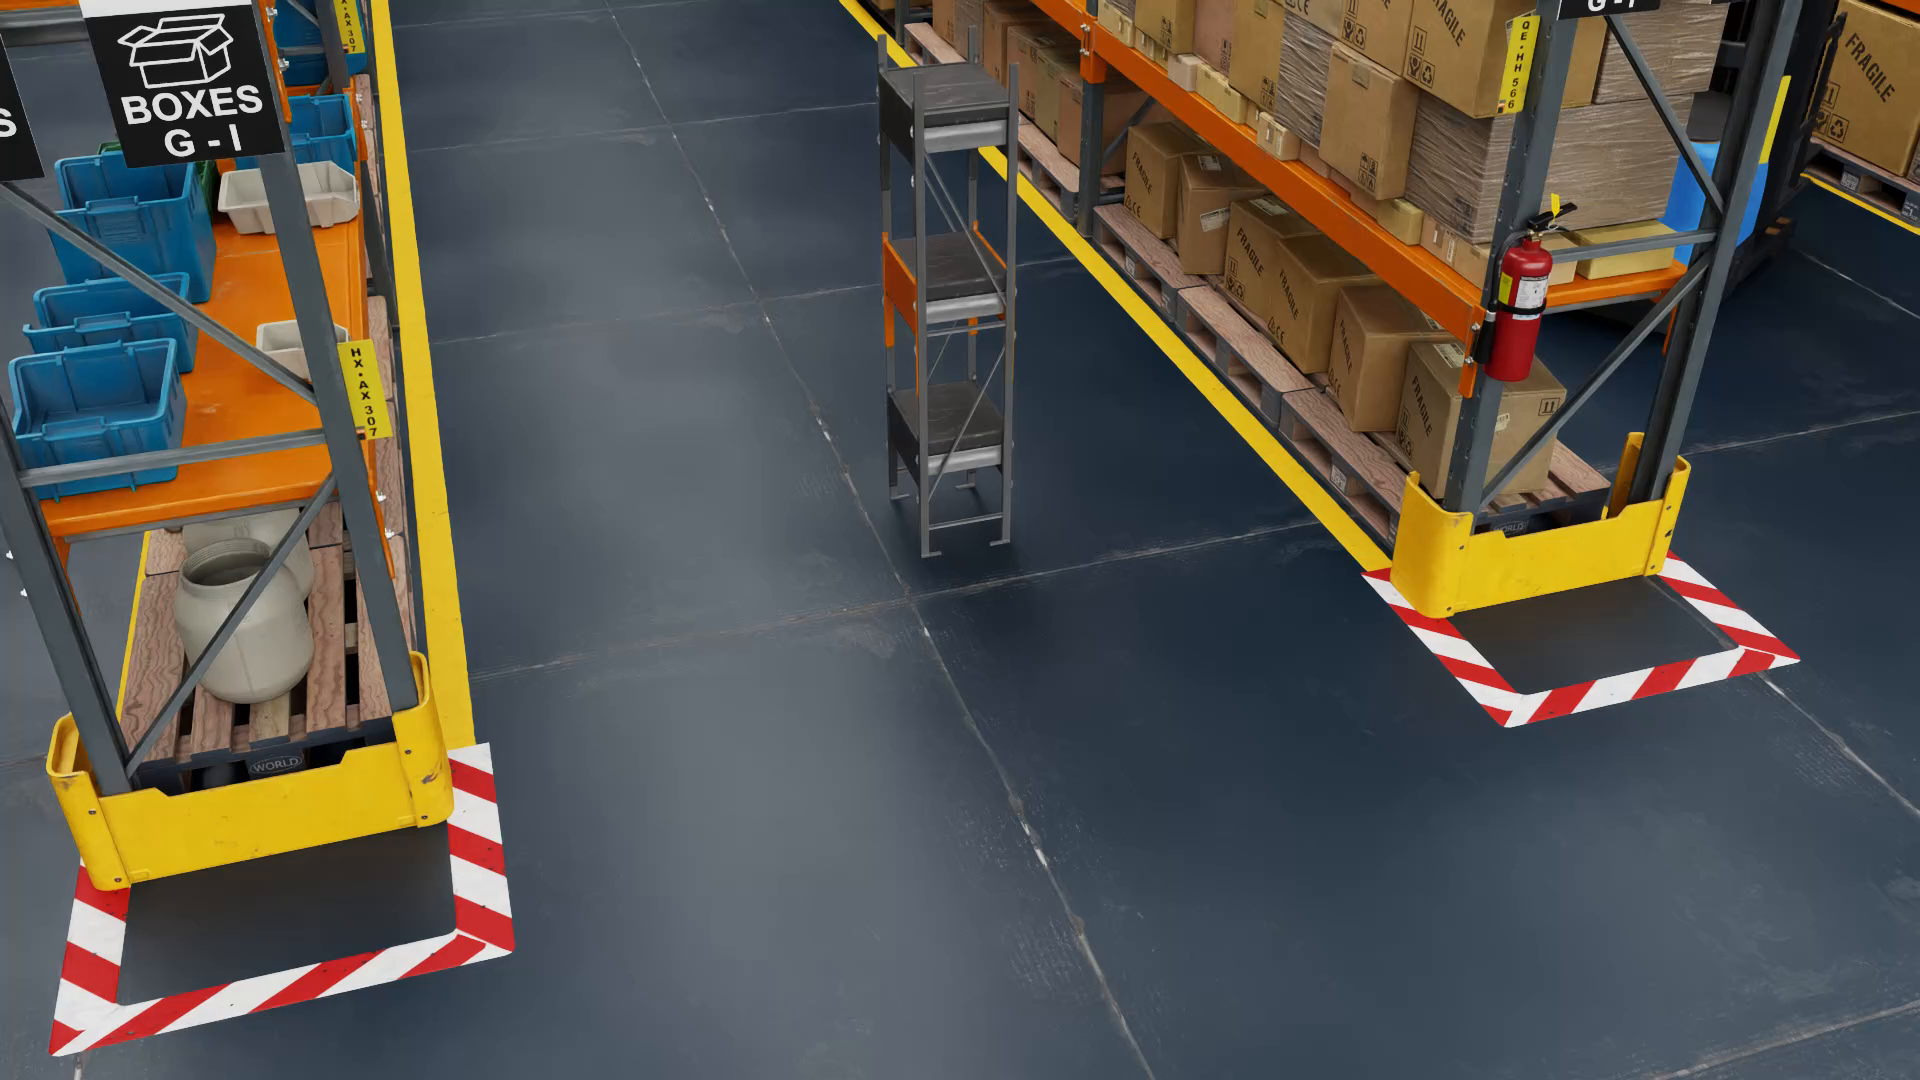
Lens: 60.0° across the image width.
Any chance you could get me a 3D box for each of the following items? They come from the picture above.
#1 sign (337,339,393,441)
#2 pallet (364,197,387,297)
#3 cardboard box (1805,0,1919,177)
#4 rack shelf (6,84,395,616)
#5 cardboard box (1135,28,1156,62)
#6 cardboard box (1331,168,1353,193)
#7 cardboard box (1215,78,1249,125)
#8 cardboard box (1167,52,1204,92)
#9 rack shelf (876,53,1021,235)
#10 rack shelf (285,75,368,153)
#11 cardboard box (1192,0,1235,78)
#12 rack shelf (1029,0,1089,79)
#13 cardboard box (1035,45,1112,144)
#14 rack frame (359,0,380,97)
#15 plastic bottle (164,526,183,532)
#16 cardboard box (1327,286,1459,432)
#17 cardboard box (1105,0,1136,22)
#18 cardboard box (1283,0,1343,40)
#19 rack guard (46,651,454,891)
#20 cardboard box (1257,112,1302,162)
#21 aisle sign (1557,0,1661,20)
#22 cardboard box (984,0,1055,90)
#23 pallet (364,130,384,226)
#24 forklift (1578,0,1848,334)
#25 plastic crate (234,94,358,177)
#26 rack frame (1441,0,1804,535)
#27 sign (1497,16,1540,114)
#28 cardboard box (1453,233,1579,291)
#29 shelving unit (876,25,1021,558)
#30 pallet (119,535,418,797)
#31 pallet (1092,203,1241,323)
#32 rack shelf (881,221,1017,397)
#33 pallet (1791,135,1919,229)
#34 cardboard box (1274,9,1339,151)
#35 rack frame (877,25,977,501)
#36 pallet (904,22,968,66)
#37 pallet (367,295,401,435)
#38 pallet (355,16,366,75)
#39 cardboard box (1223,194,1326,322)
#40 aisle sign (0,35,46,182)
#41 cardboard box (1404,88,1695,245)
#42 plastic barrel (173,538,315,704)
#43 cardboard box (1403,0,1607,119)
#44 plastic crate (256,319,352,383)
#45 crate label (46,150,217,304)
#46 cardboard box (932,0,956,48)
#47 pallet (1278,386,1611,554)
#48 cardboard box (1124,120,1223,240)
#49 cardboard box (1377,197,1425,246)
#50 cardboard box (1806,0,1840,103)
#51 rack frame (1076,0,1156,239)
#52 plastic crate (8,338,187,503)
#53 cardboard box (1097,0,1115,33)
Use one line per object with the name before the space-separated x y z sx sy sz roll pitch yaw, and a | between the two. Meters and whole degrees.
sign | -1.771 -0.444 4.951 0.100 0.325 0.005 -10 35 -15
pallet | -3.792 -1.581 9.452 1.003 0.211 1.213 -10 35 -15
cardboard box | 6.081 -2.900 10.464 0.875 0.875 0.875 -9 35 -14
rack shelf | -2.906 -0.989 6.678 1.077 0.370 4.000 -10 35 -15
cardboard box | 1.147 -2.643 8.757 0.380 0.149 0.250 -10 35 -15
cardboard box | 1.838 -1.608 7.190 0.380 0.149 0.250 -10 35 -15
cardboard box | 1.450 -2.118 7.963 0.380 0.149 0.250 -10 35 -15
cardboard box | 1.269 -2.376 8.352 0.380 0.149 0.250 -10 35 -15
rack shelf | -0.050 -1.536 6.424 0.431 0.518 0.480 -10 35 -15
rack shelf | -4.126 -3.089 9.856 1.077 0.370 4.000 -10 35 -15
cardboard box | 1.647 -2.577 8.068 0.875 0.500 0.500 -10 35 -15
rack shelf | 0.591 -3.922 11.117 1.077 0.370 4.000 -10 35 -15
cardboard box | 0.907 -2.892 10.774 0.700 0.500 0.500 -10 35 -15
rack frame | -4.736 -4.439 11.247 1.000 3.000 0.127 -10 35 -15
plastic bottle | -3.274 -0.145 6.888 0.097 0.201 0.097 0 33 0
cardboard box | 2.032 -0.843 7.691 0.500 0.500 0.500 -1 33 -2
cardboard box | 1.279 -3.091 8.846 0.875 0.500 0.500 -10 35 -15
cardboard box | 1.710 -2.426 6.934 0.500 0.500 0.500 -10 35 -15
rack guard | -2.364 0.772 5.628 1.175 0.500 0.348 -10 35 -15
cardboard box | 1.580 -1.852 7.559 0.380 0.149 0.250 -10 35 -15
aisle sign | 2.154 -2.073 5.309 0.394 0.787 0.004 -10 35 -15
cardboard box | 0.565 -3.479 11.662 0.700 0.500 0.500 -7 34 -11
pallet | -4.168 -2.223 10.423 1.003 0.211 1.213 -10 35 -15
forklift | 4.321 -3.051 9.209 1.130 2.935 3.031 25 41 32
plastic crate | -2.920 -1.741 7.299 0.499 0.251 0.616 -10 35 -15
rack frame | 2.421 -1.072 6.151 1.000 3.000 0.127 -10 35 -15
sign | 1.886 -1.604 5.619 0.100 0.325 0.005 -10 35 -15
cardboard box | 2.138 -1.082 6.394 0.380 0.149 0.250 -10 35 -15
shelving unit | -0.050 -0.963 6.803 0.431 2.100 0.503 -10 35 -15
pallet | -2.607 0.465 6.354 1.003 0.211 1.213 -10 35 -15
pallet | 1.439 -1.662 9.573 1.003 0.211 1.213 -10 35 -15
rack shelf | -0.050 -0.952 6.810 0.431 0.518 0.480 -10 35 -15
pallet | 6.113 -2.377 10.656 1.003 0.211 1.213 -10 35 -15
cardboard box | 1.901 -2.043 7.260 0.875 0.500 0.500 -10 35 -15
rack frame | -0.125 -1.091 6.997 0.400 2.100 0.015 -10 35 -15
pallet | 0.218 -3.698 12.655 1.003 0.211 1.213 -10 35 -15
pallet | -3.351 -0.816 8.293 1.003 0.211 1.213 -10 35 -15
pallet | -5.016 -3.683 12.631 1.003 0.211 1.213 -10 35 -15
cardboard box | 1.731 -1.475 8.648 0.500 0.500 0.500 -13 36 -19
aisle sign | -2.557 -1.236 4.041 0.394 0.787 0.004 -10 35 -15
cardboard box | 2.279 -1.531 6.485 0.875 0.500 0.500 -10 35 -15
plastic barrel | -2.569 0.291 5.964 0.421 0.512 0.421 0 33 0
cardboard box | 2.018 -1.902 6.140 0.500 0.500 0.500 -10 35 -15
plastic crate | -2.262 -0.653 5.756 0.298 0.136 0.250 -10 35 -15
crate label | -3.115 -1.174 6.274 0.502 0.435 0.616 -10 35 -15
cardboard box | 0.204 -4.064 12.548 0.700 0.500 0.500 -12 35 -17
pallet | 2.184 -0.381 7.635 1.003 0.211 1.213 -10 35 -15
cardboard box | 1.285 -2.087 9.574 0.500 0.500 0.500 -11 35 -16
cardboard box | 1.937 -1.336 6.778 0.380 0.149 0.250 -10 35 -15
cardboard box | 5.680 -3.500 11.486 1.050 0.750 0.750 -10 35 -15
rack frame | 1.201 -3.172 9.329 1.000 3.000 0.127 -10 35 -15
plastic crate | -2.733 -0.389 5.253 0.499 0.251 0.616 -10 35 -15
cardboard box | 0.980 -2.904 9.151 0.380 0.149 0.250 -10 35 -15
